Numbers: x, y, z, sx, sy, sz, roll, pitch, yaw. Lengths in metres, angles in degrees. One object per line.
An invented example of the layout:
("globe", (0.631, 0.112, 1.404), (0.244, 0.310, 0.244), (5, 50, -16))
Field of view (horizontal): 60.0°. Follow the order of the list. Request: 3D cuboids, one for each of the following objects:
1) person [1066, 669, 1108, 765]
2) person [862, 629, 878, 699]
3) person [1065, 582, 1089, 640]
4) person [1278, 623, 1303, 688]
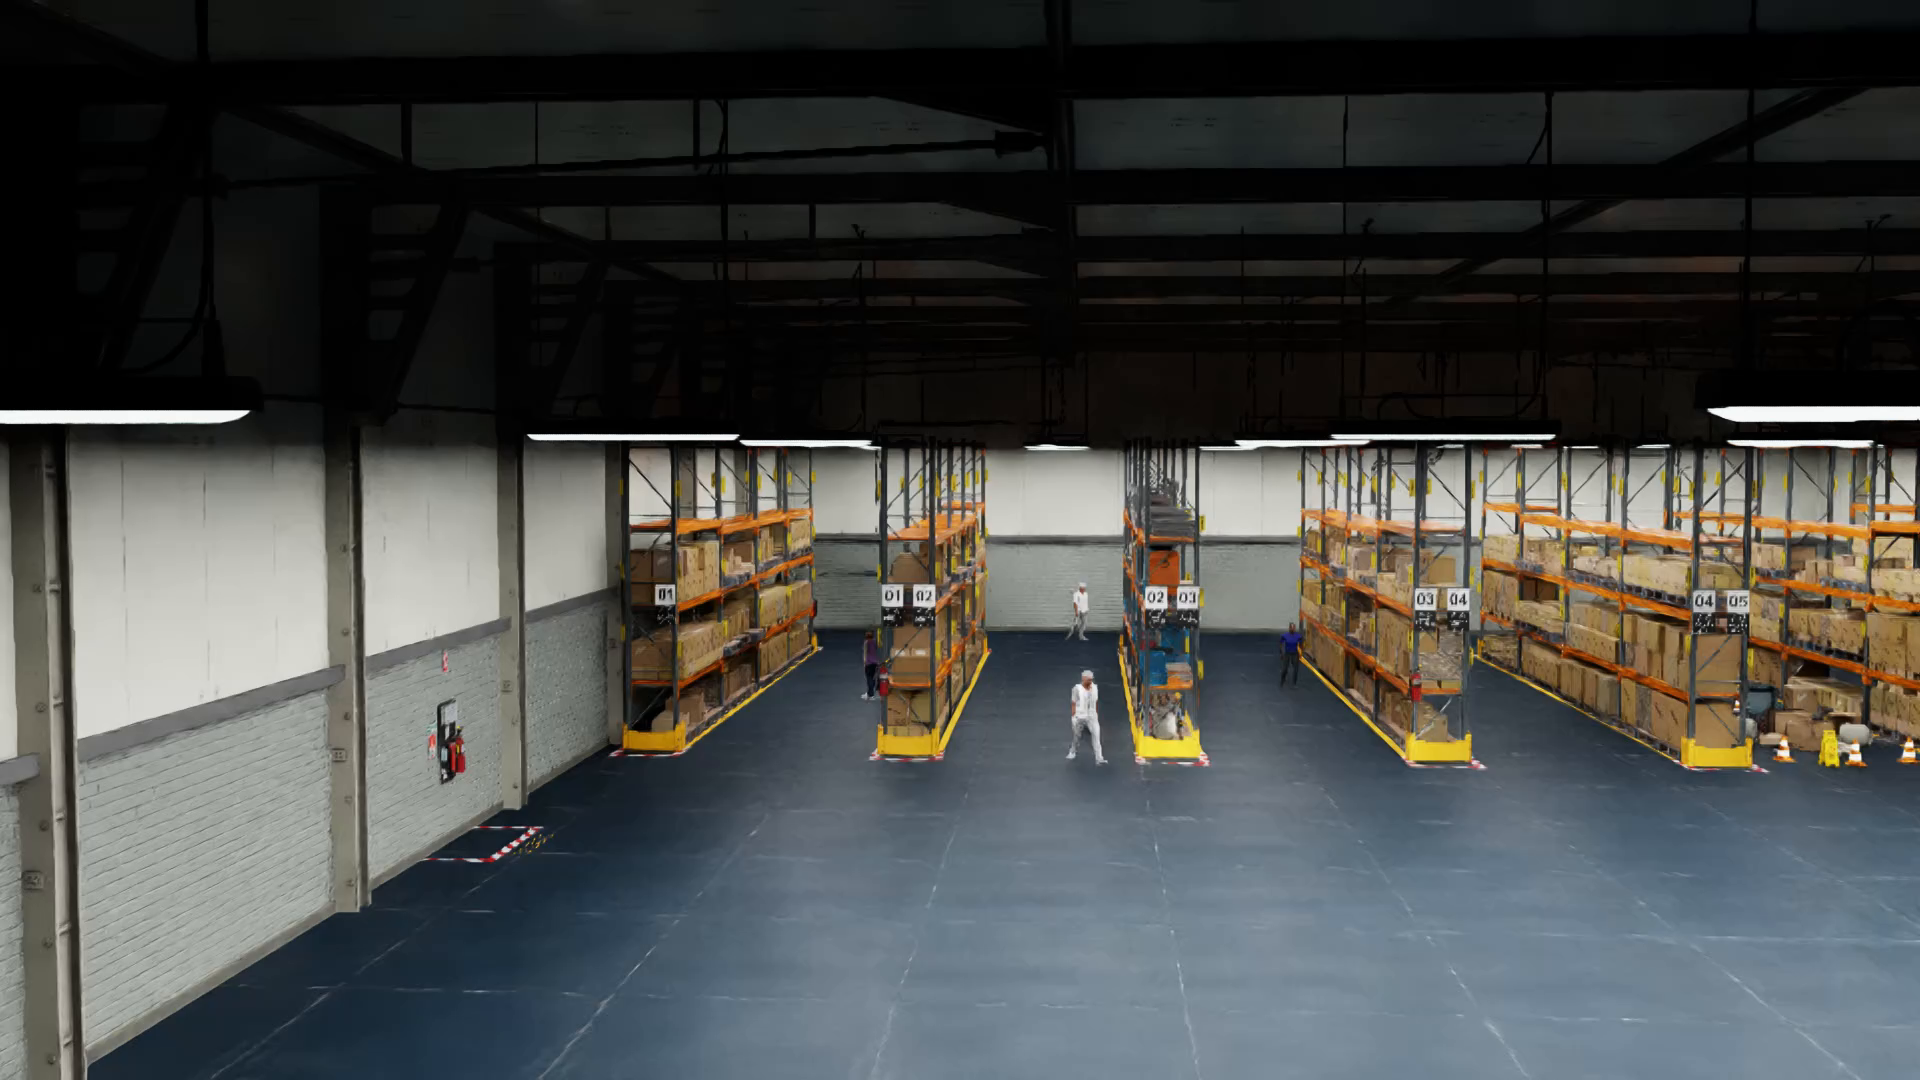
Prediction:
("person", (2.314, 3.229, 30.485), (0.610, 1.742, 0.964), (-1, 3, -18))
("person", (-2.107, 2.860, 38.388), (0.449, 1.599, 0.467), (2, 4, 36))
("person", (3.563, 2.151, 50.454), (0.737, 1.760, 0.498), (-3, 4, -40))
("person", (7.993, 2.815, 40.187), (0.592, 1.533, 0.518), (0, 3, 3))
